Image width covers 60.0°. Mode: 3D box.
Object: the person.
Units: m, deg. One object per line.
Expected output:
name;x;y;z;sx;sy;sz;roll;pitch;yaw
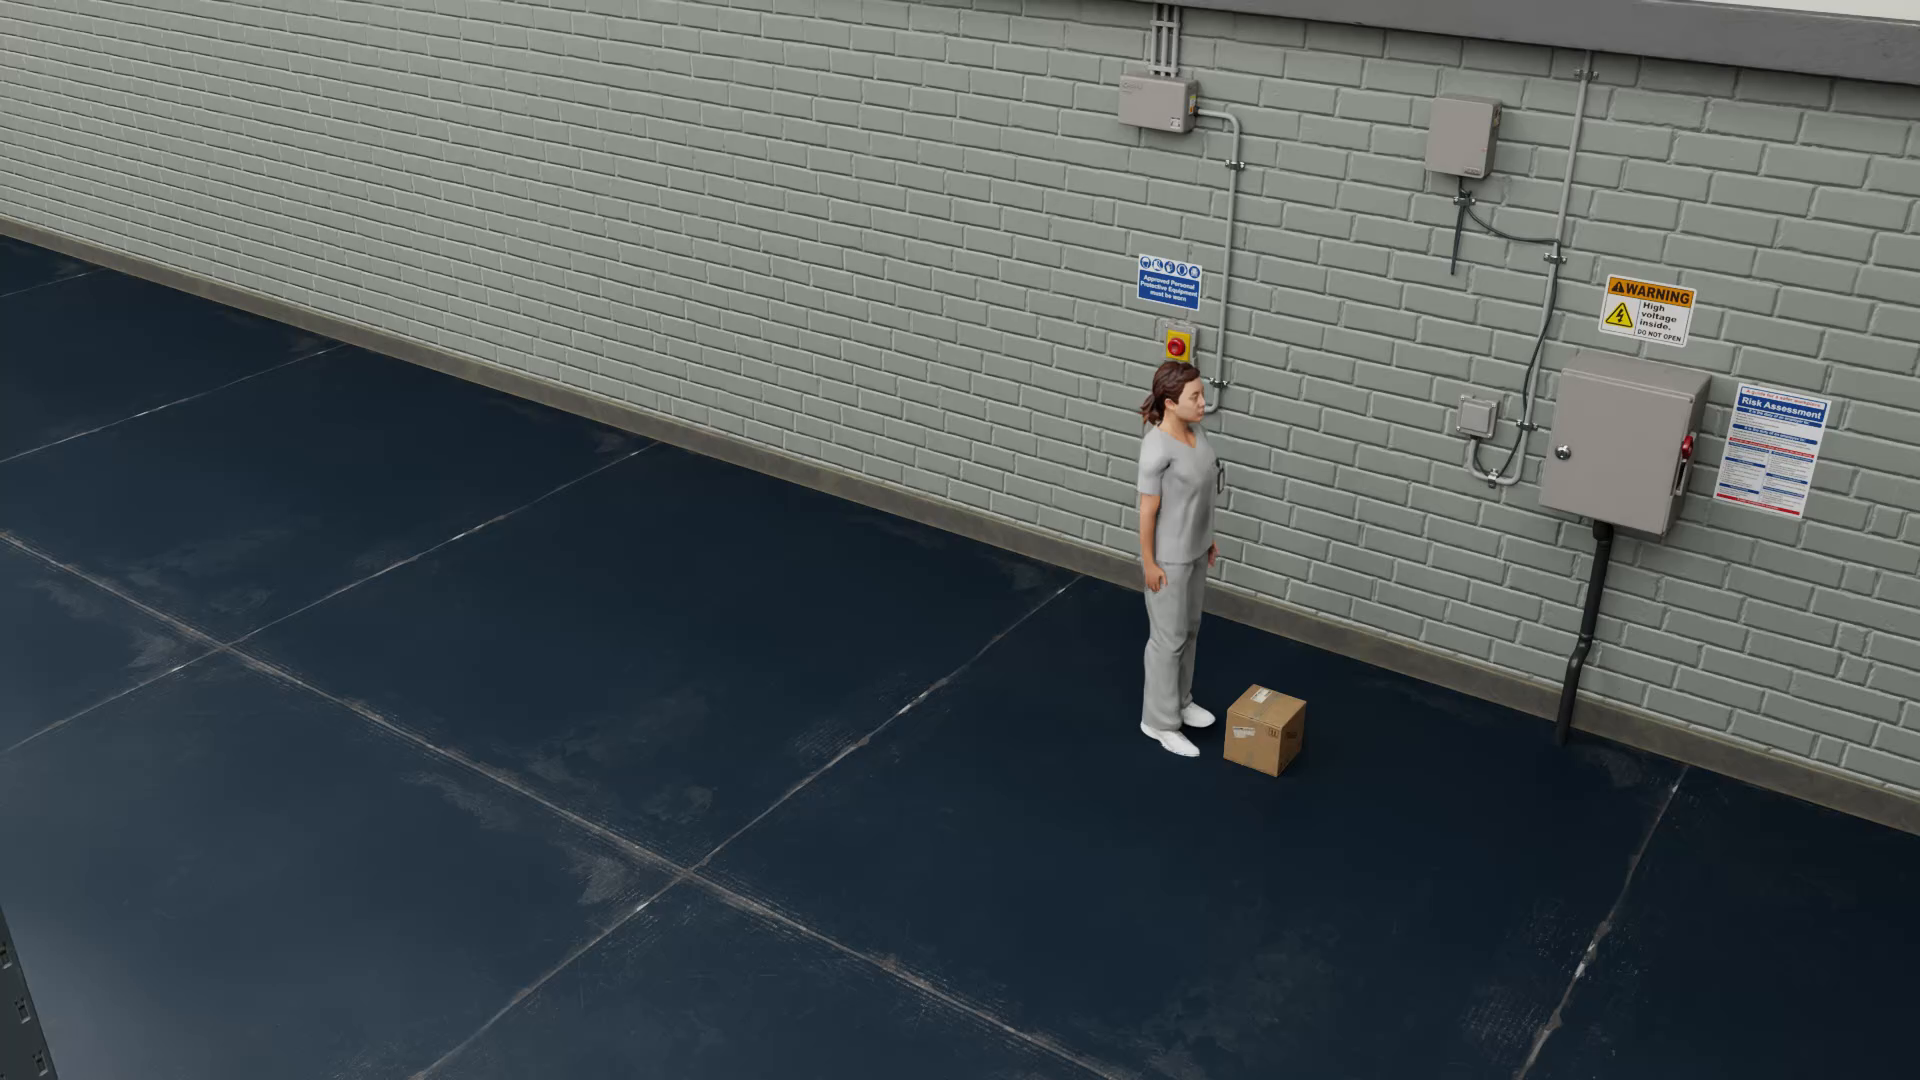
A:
person;0.935;0.071;7.003;0.460;1.708;0.450;18;32;31
